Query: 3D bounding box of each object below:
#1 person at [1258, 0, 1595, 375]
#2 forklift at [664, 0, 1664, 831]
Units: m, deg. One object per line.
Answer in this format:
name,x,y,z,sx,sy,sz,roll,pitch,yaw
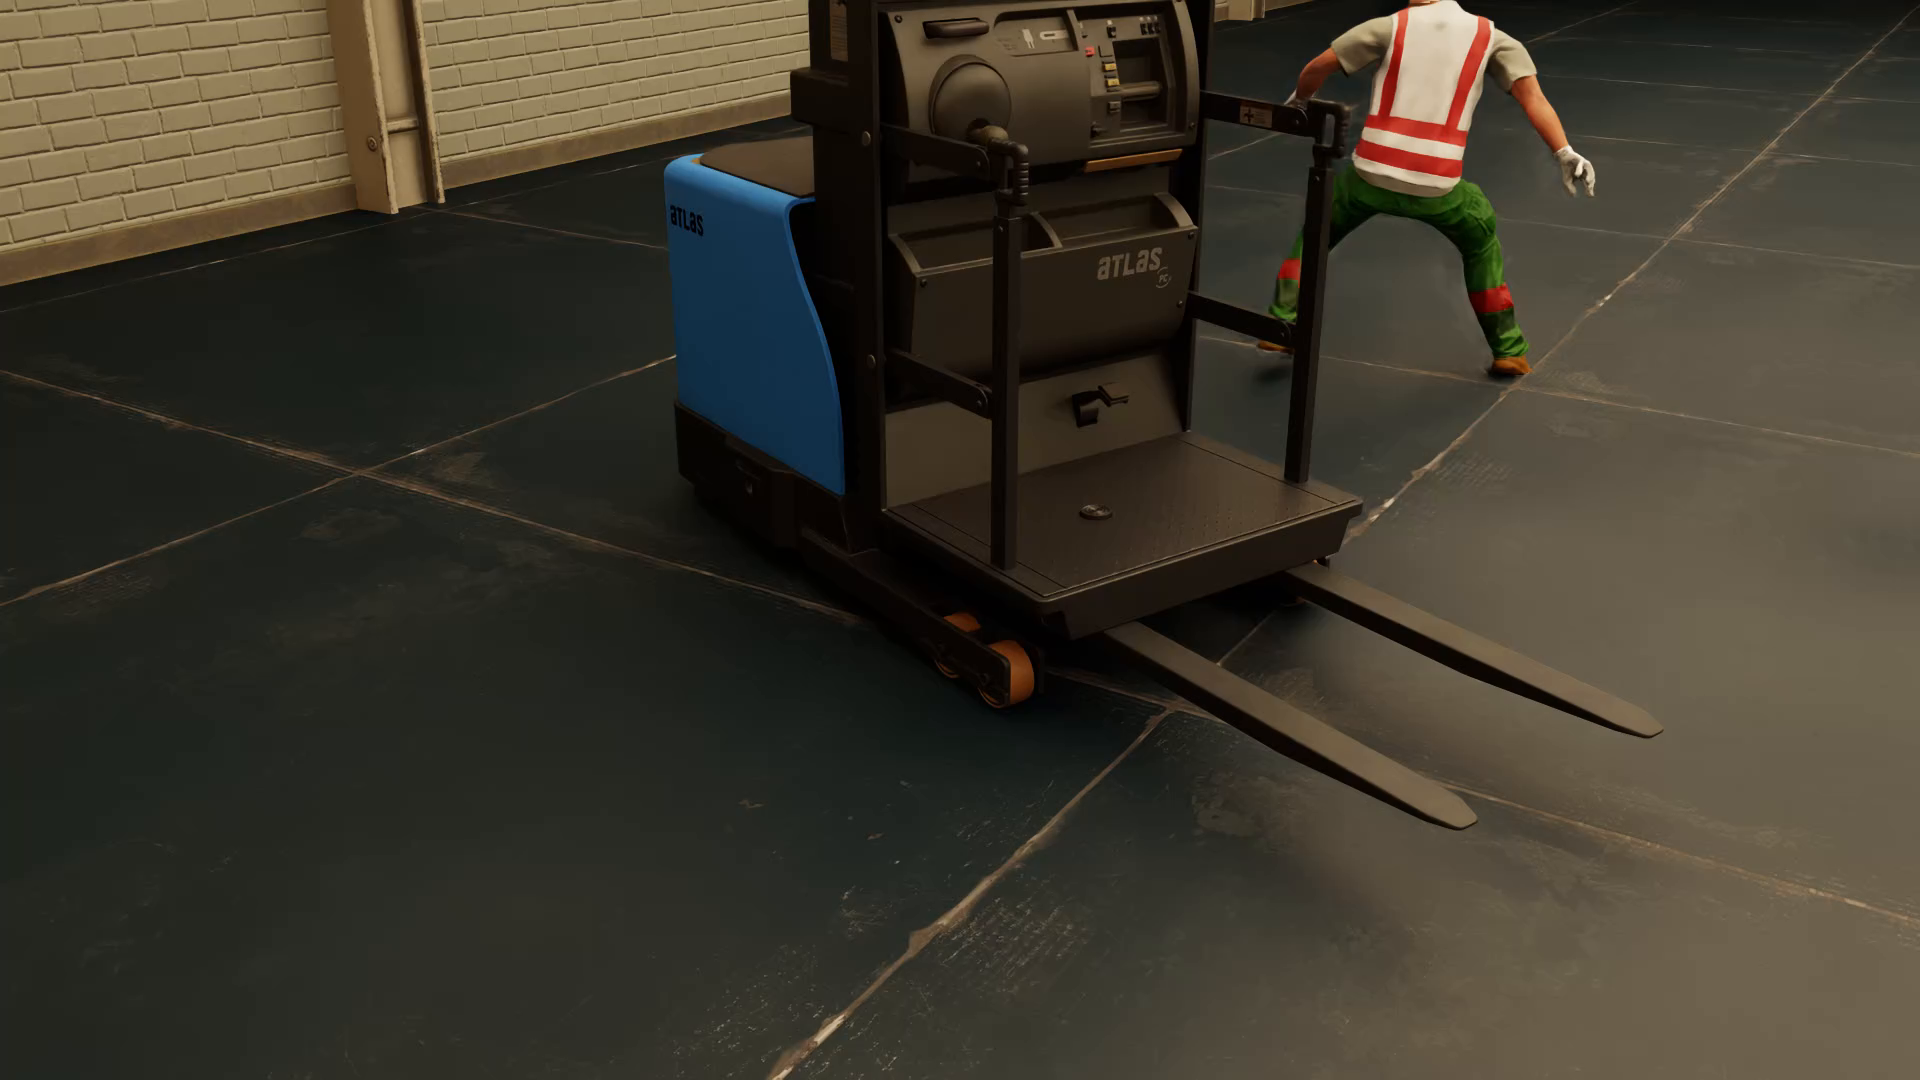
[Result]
person,1.774,-1.366,6.297,1.168,1.715,0.561,7,24,17
forklift,0.353,-1.151,4.005,1.130,2.935,3.031,-16,28,-32
